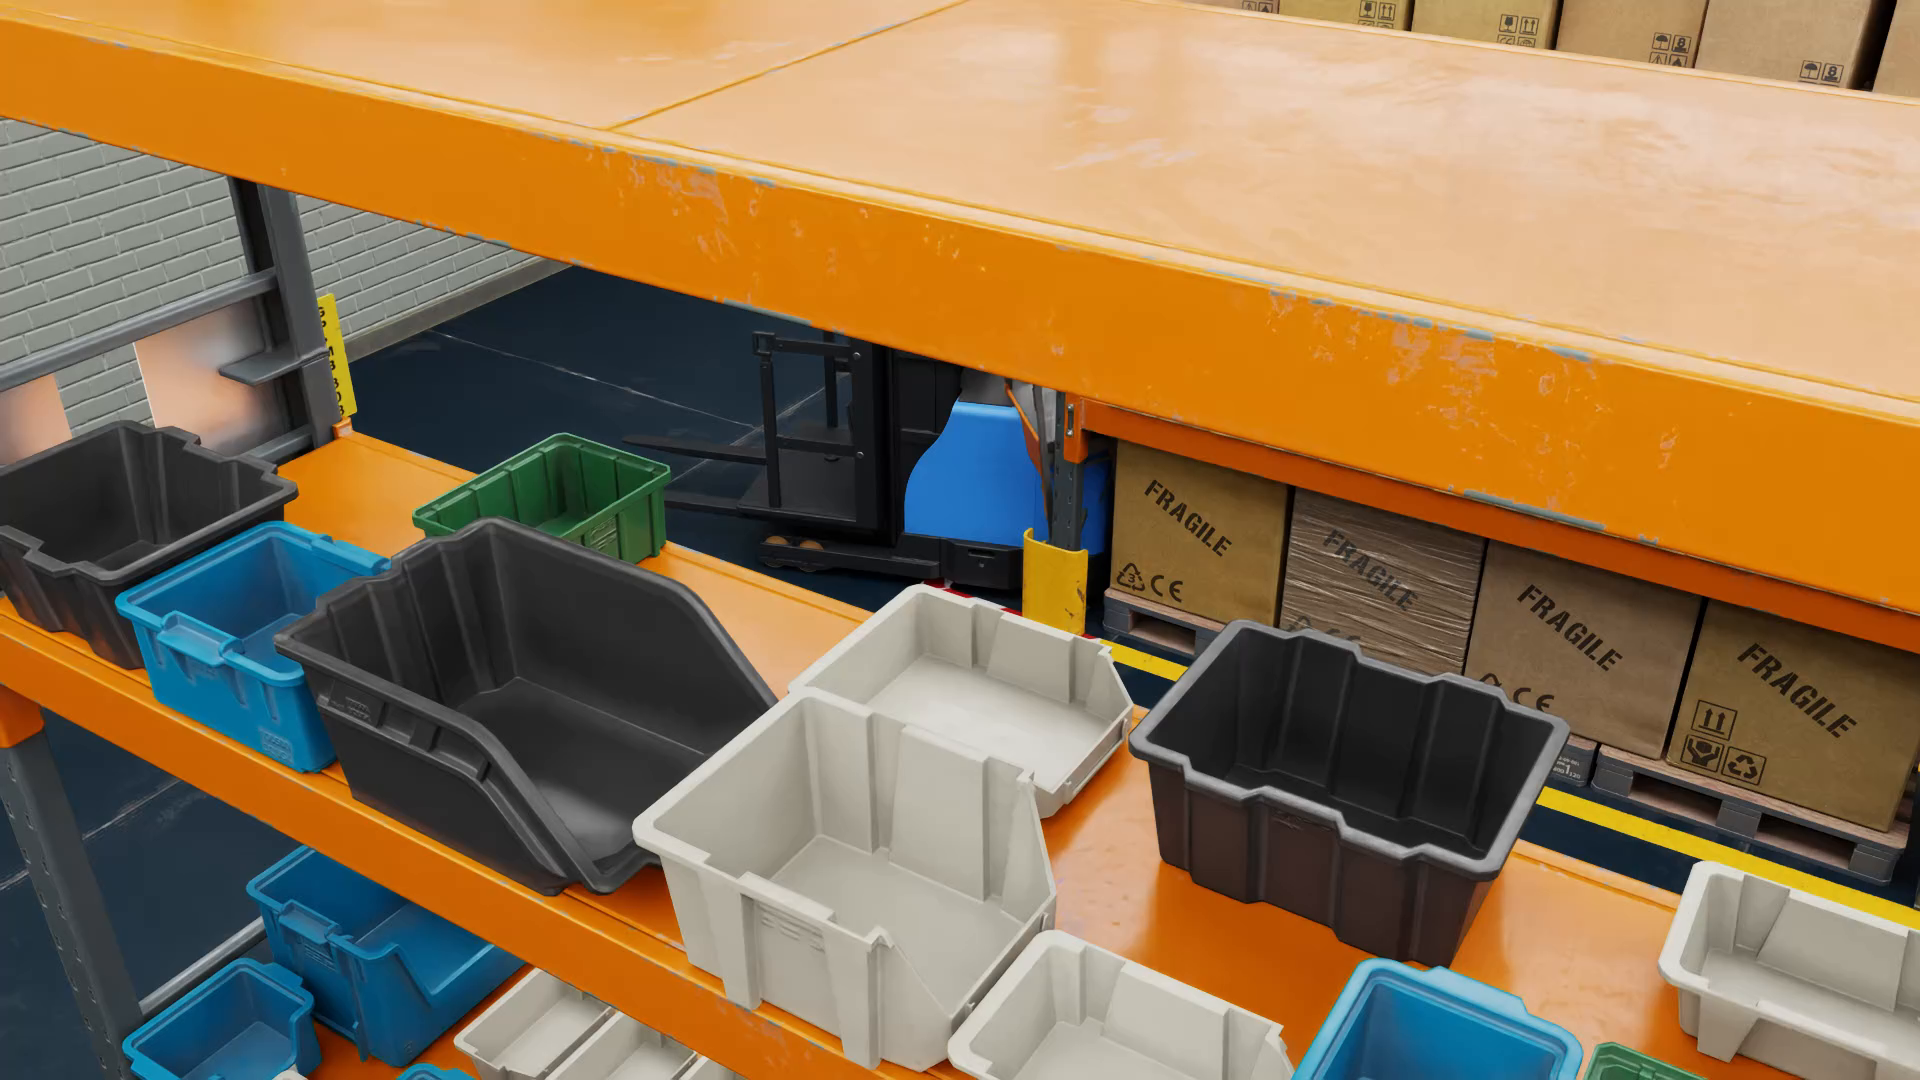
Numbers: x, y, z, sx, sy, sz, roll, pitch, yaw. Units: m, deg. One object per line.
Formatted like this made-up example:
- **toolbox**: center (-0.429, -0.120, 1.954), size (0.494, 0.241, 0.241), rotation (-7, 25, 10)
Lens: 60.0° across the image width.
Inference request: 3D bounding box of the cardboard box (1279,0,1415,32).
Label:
- **cardboard box**: center (1.652, -2.320, 6.659), size (0.500, 0.500, 0.700), rotation (16, 34, 26)

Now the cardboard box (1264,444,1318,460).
- **cardboard box**: center (1.552, -0.525, 7.423), size (0.250, 0.149, 0.380), rotation (17, 34, 27)

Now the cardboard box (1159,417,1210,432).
- **cardboard box**: center (1.114, -0.663, 7.659), size (0.250, 0.149, 0.380), rotation (17, 34, 27)

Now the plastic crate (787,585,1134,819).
- **plastic crate**: center (0.019, 0.304, 3.037), size (0.530, 0.136, 0.437), rotation (18, 35, 27)

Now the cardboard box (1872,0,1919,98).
- **cardboard box**: center (3.464, -1.752, 5.684), size (0.500, 0.500, 0.700), rotation (15, 34, 25)

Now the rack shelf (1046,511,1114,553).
- **rack shelf**: center (0.597, 0.002, 8.821), size (0.431, 0.518, 0.480), rotation (-17, 44, -9)

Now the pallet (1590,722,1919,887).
- **pallet**: center (3.556, 0.963, 7.389), size (1.213, 0.211, 1.003), rotation (18, 35, 27)

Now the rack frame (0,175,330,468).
- **rack frame**: center (-1.863, -1.553, 2.982), size (0.127, 3.000, 1.000), rotation (18, 35, 27)

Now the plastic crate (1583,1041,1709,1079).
- **plastic crate**: center (1.006, 0.921, 1.928), size (0.662, 0.188, 0.450), rotation (18, 35, 27)

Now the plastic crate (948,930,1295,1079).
- **plastic crate**: center (0.246, 0.750, 2.273), size (0.466, 0.136, 0.293), rotation (18, 35, 27)

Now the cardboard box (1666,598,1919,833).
- **cardboard box**: center (3.642, 0.521, 7.072), size (0.875, 0.875, 0.875), rotation (18, 35, 27)

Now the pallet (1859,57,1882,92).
- **pallet**: center (3.471, -1.485, 5.930), size (1.213, 0.211, 1.003), rotation (18, 35, 27)

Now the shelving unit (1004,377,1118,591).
- **shelving unit**: center (0.518, -0.512, 8.332), size (0.431, 2.100, 0.503), rotation (-17, 44, -9)

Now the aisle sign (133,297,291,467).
- **aisle sign**: center (-1.768, -0.229, 4.086), size (0.004, 0.787, 0.394), rotation (18, 35, 27)

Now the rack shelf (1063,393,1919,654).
- **rack shelf**: center (2.464, -0.229, 7.380), size (4.000, 0.370, 1.077), rotation (18, 35, 27)

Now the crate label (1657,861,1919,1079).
- **crate label**: center (1.264, 0.674, 2.404), size (0.466, 0.136, 0.293), rotation (18, 35, 27)

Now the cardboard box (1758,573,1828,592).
- **cardboard box**: center (3.291, 0.025, 6.480), size (0.250, 0.149, 0.380), rotation (17, 34, 27)

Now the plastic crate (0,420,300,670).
- **plastic crate**: center (-1.685, 0.021, 3.390), size (0.590, 0.269, 0.497), rotation (18, 35, 27)

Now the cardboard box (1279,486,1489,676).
- **cardboard box**: center (2.126, 0.042, 7.894), size (0.875, 0.875, 0.875), rotation (18, 35, 27)

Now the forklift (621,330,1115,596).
- **forklift**: center (-0.604, -1.343, 8.643), size (3.031, 2.935, 1.130), rotation (7, 31, 12)

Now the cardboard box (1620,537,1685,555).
- **cardboard box**: center (2.854, -0.113, 6.716), size (0.250, 0.149, 0.380), rotation (18, 35, 28)

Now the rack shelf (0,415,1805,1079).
- **rack shelf**: center (-0.169, 0.589, 3.001), size (4.000, 0.370, 1.077), rotation (18, 35, 27)

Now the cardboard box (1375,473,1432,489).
- **cardboard box**: center (1.986, -0.388, 7.187), size (0.250, 0.149, 0.380), rotation (17, 34, 27)

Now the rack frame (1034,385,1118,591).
- **rack frame**: center (0.596, -0.359, 8.159), size (0.400, 2.100, 0.015), rotation (-17, 44, -9)

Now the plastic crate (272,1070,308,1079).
- **plastic crate**: center (-1.601, 1.454, 3.983), size (0.298, 0.136, 0.250), rotation (18, 35, 27)

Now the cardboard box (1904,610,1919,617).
- **cardboard box**: center (3.726, 0.163, 6.244), size (0.250, 0.149, 0.380), rotation (18, 35, 28)

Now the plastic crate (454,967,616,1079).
- **plastic crate**: center (-1.076, 1.267, 4.303), size (0.243, 0.136, 0.396), rotation (18, 35, 27)

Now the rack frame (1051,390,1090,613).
- **rack frame**: center (0.770, -1.076, 8.117), size (0.127, 3.000, 1.000), rotation (18, 35, 27)

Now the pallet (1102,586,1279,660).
- **pallet**: center (1.489, 0.310, 8.510), size (1.213, 0.211, 1.003), rotation (18, 35, 27)

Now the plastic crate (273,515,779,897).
- **plastic crate**: center (-0.715, 0.296, 2.851), size (0.767, 0.338, 0.504), rotation (18, 35, 27)

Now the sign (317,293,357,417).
- **sign**: center (-1.584, -0.451, 4.174), size (0.005, 0.325, 0.100), rotation (18, 35, 27)

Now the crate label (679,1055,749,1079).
- **crate label**: center (-0.589, 1.415, 4.049), size (0.243, 0.136, 0.396), rotation (18, 35, 27)

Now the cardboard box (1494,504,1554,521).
- **cardboard box**: center (2.422, -0.250, 6.952), size (0.250, 0.149, 0.380), rotation (18, 35, 28)

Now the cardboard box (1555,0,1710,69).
- **cardboard box**: center (2.643, -2.098, 6.278), size (0.500, 0.500, 0.700), rotation (19, 35, 29)
